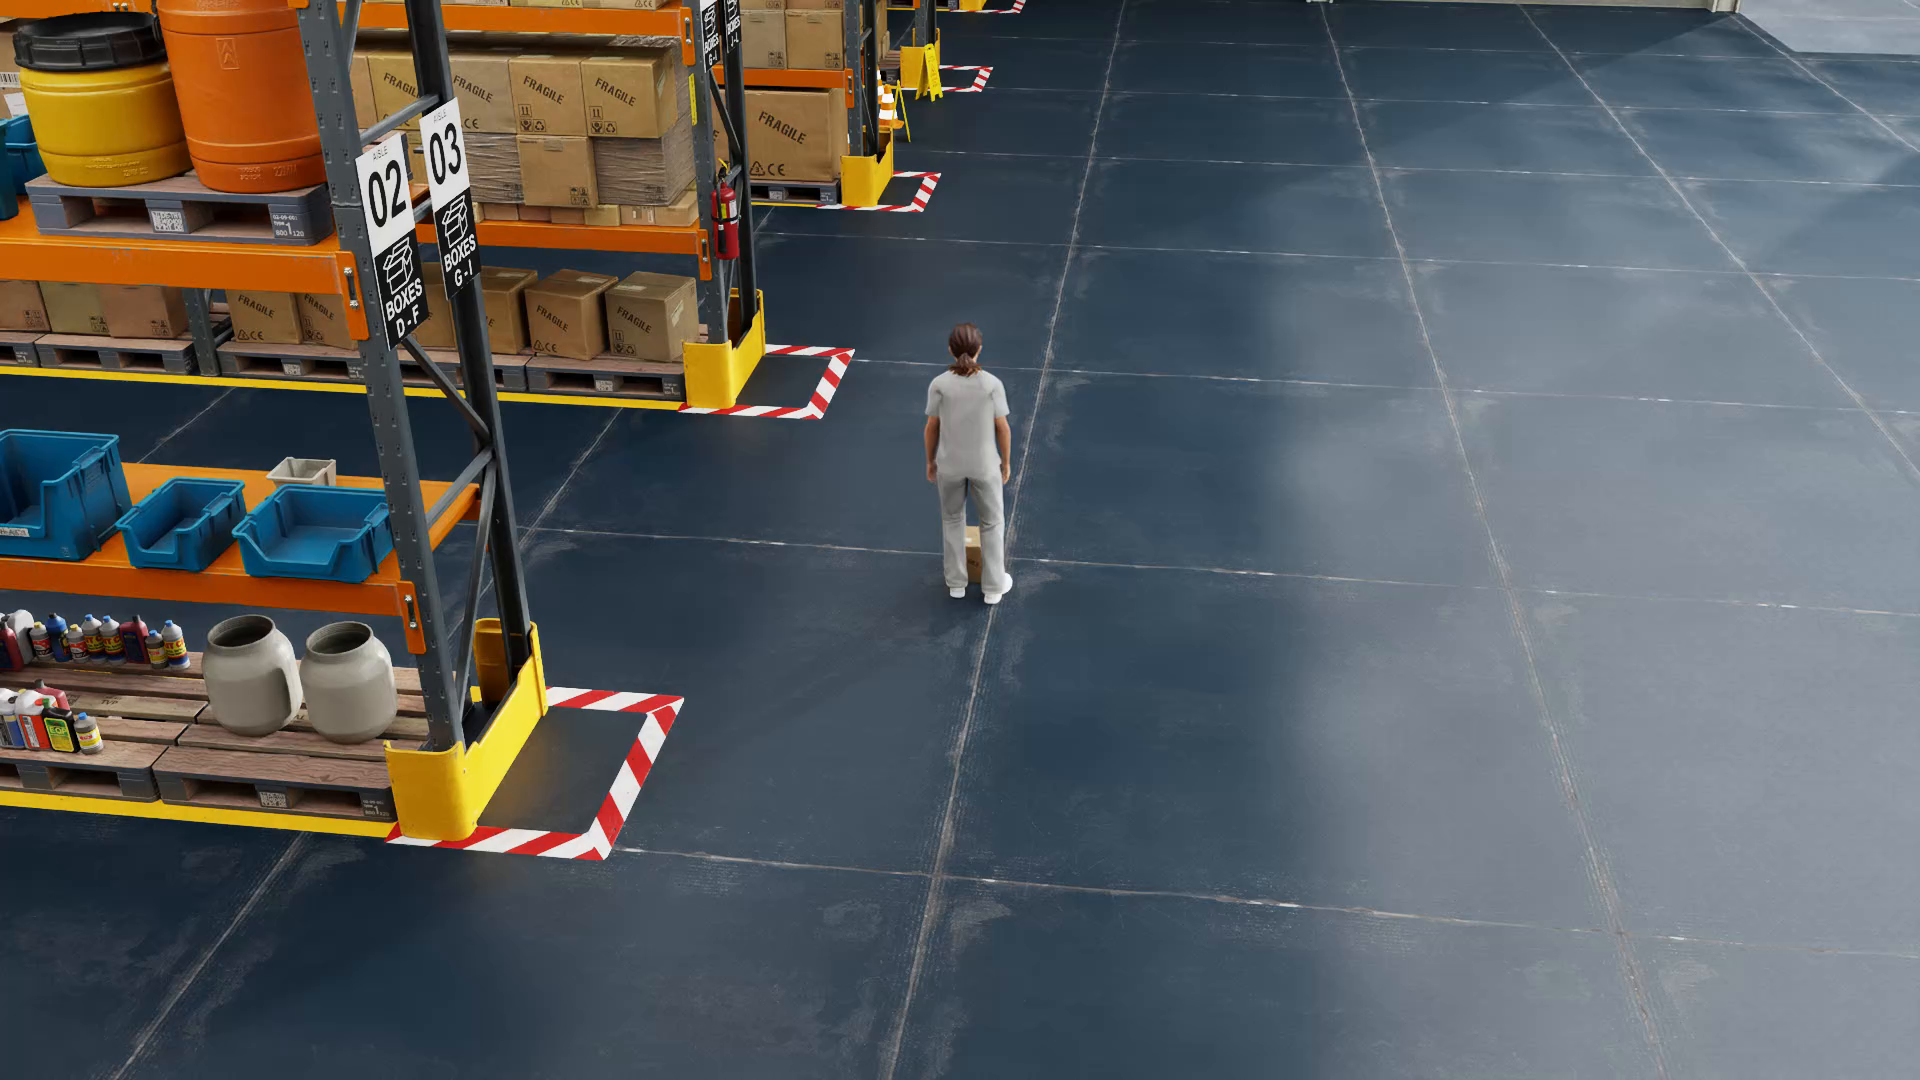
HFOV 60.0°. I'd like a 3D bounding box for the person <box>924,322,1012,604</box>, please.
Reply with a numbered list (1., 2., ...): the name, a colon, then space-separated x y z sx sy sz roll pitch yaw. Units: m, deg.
1. person: 0.053 -0.431 9.421 0.501 1.671 0.416 2 29 4
